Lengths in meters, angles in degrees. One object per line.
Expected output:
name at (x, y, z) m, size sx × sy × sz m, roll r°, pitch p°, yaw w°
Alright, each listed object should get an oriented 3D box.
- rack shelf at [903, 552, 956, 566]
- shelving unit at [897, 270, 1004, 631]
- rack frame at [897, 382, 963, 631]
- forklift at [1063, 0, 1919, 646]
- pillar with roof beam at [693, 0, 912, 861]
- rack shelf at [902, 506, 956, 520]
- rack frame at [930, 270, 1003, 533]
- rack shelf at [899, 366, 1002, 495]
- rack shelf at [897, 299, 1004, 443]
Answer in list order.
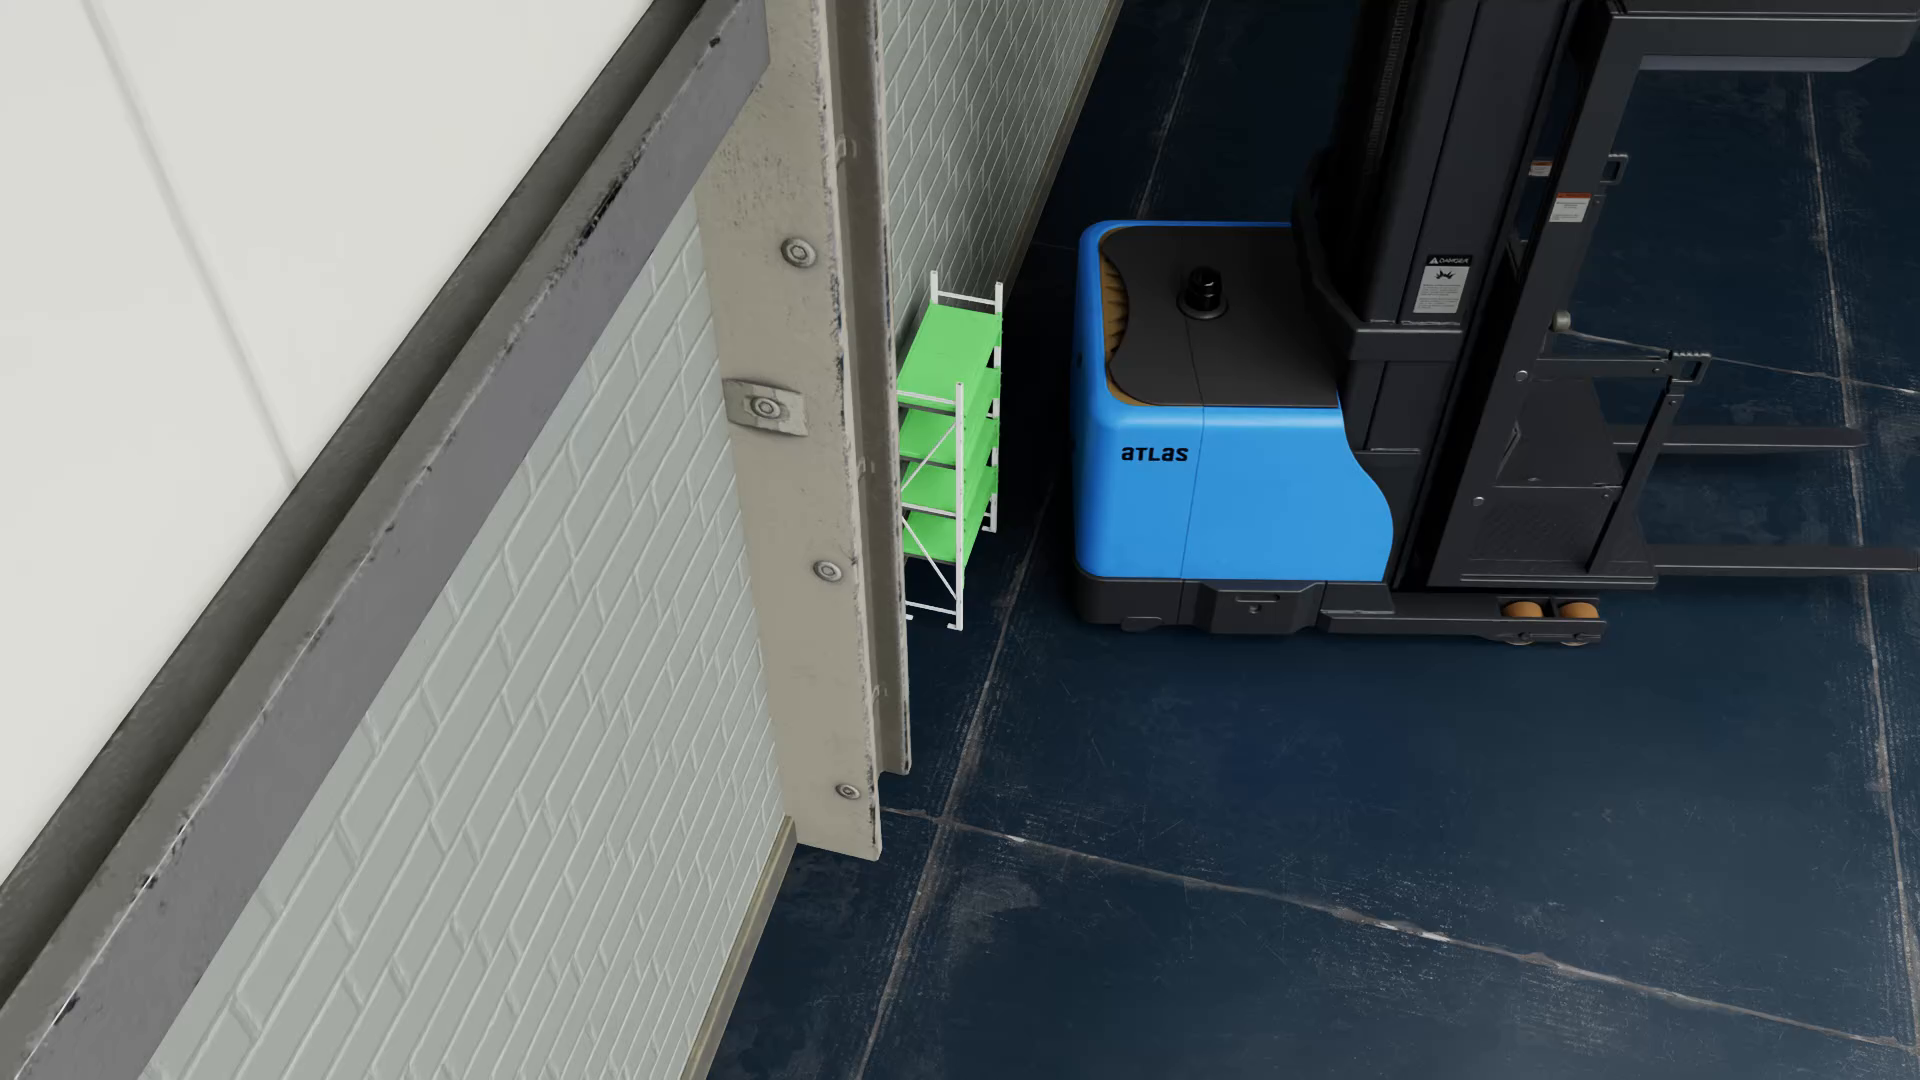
rack shelf at (-0.044, -0.095, 5.901) m, size 0.199 × 0.029 × 0.442 m, roll 12°, pitch 50°, yaw 10°
shelving unit at (-0.044, -0.277, 5.694) m, size 0.258 × 1.200 × 0.503 m, roll 12°, pitch 50°, yaw 10°
rack frame at (-0.108, -0.101, 5.539) m, size 0.240 × 1.200 × 0.015 m, roll 12°, pitch 50°, yaw 10°
forklift at (1.911, -1.000, 5.177) m, size 3.031 × 2.935 × 1.130 m, roll 1°, pitch 49°, yaw 1°
pillar with roof beam at (3.791, -1.270, 1.369) m, size 9.100 × 9.000 × 0.400 m, roll 12°, pitch 50°, yaw 10°
rack shelf at (-0.044, -0.254, 5.721) m, size 0.199 × 0.029 × 0.442 m, roll 12°, pitch 50°, yaw 10°
rack frame at (0.021, -0.454, 5.850) m, size 0.240 × 1.200 × 0.015 m, roll 12°, pitch 50°, yaw 10°
rack shelf at (-0.044, -0.394, 5.562) m, size 0.258 × 0.148 × 0.480 m, roll 12°, pitch 50°, yaw 10°
rack shelf at (-0.044, -0.553, 5.382) m, size 0.258 × 0.148 × 0.480 m, roll 12°, pitch 50°, yaw 10°
